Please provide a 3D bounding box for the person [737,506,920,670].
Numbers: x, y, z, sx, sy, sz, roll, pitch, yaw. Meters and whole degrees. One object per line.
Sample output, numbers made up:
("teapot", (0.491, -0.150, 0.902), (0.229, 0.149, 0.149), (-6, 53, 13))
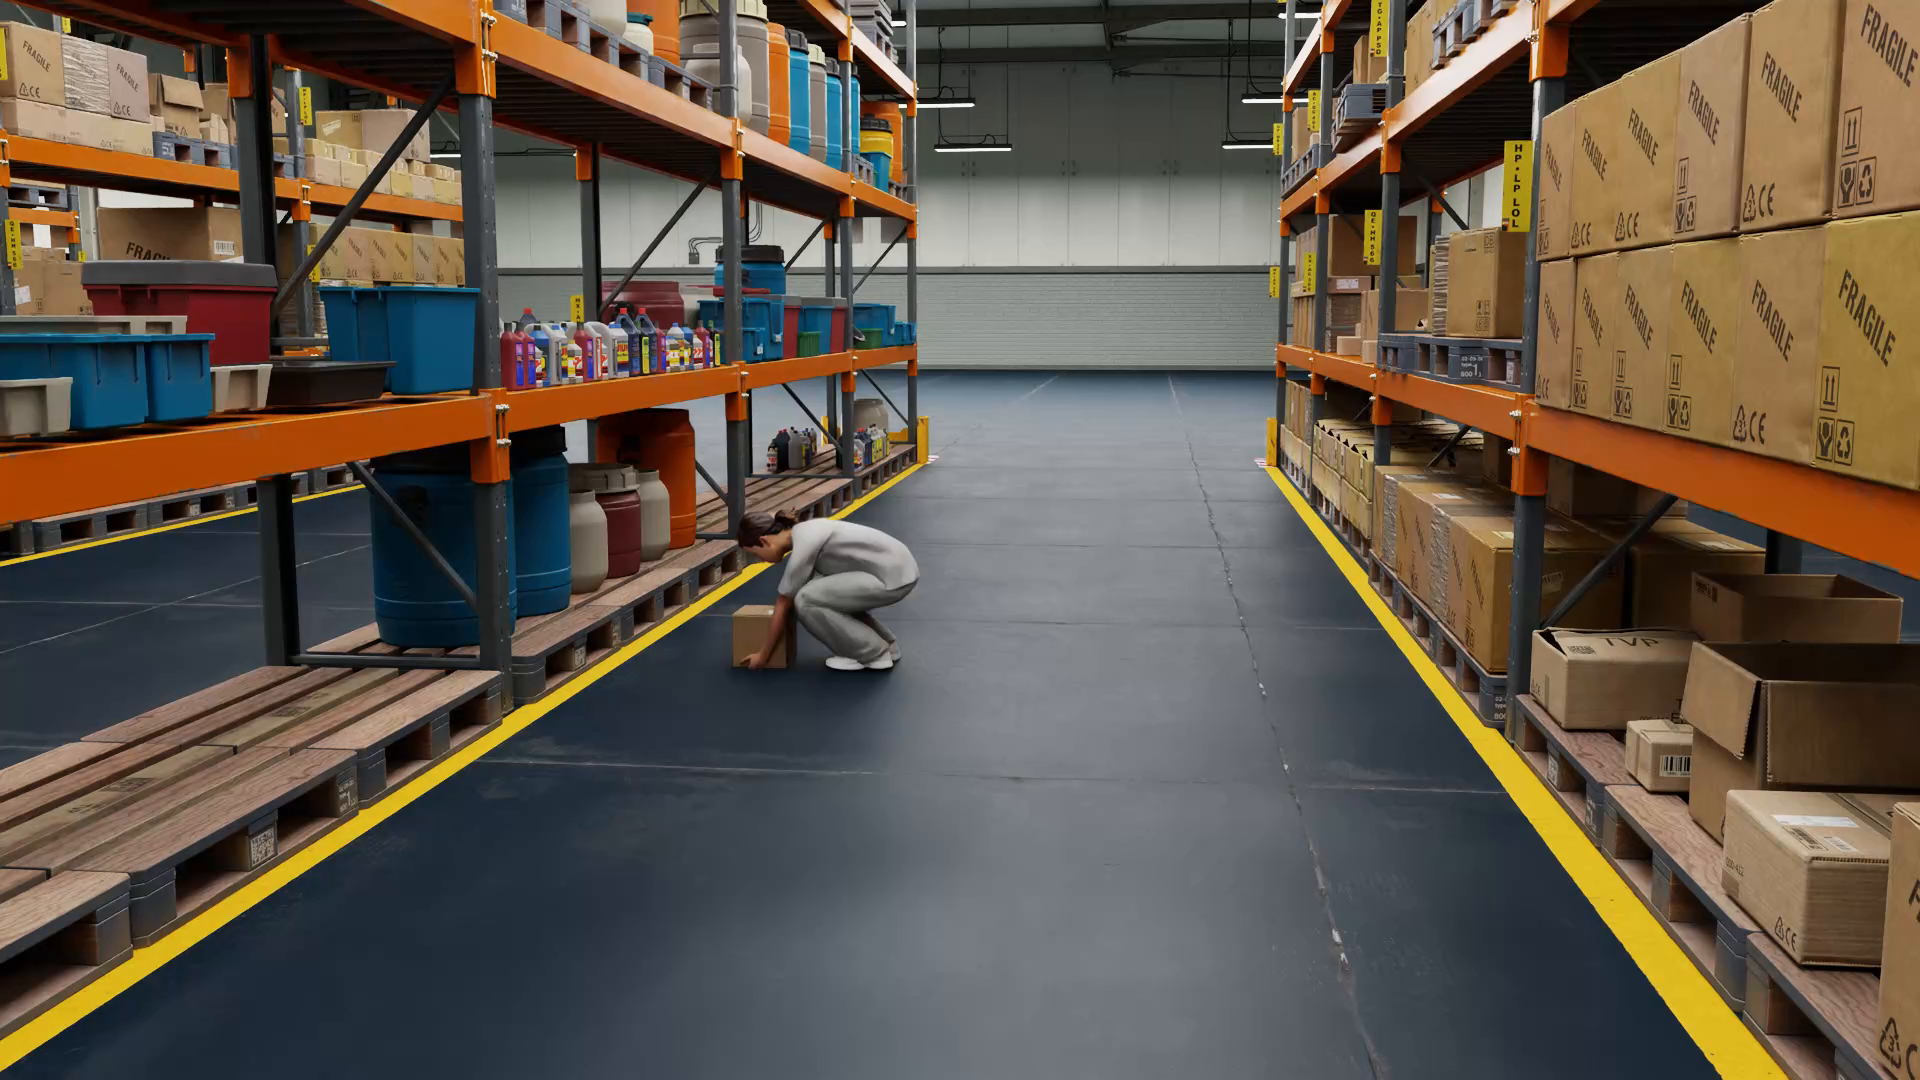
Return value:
("person", (-0.610, 0.240, 7.720), (0.841, 0.809, 0.468), (1, 8, 5))
